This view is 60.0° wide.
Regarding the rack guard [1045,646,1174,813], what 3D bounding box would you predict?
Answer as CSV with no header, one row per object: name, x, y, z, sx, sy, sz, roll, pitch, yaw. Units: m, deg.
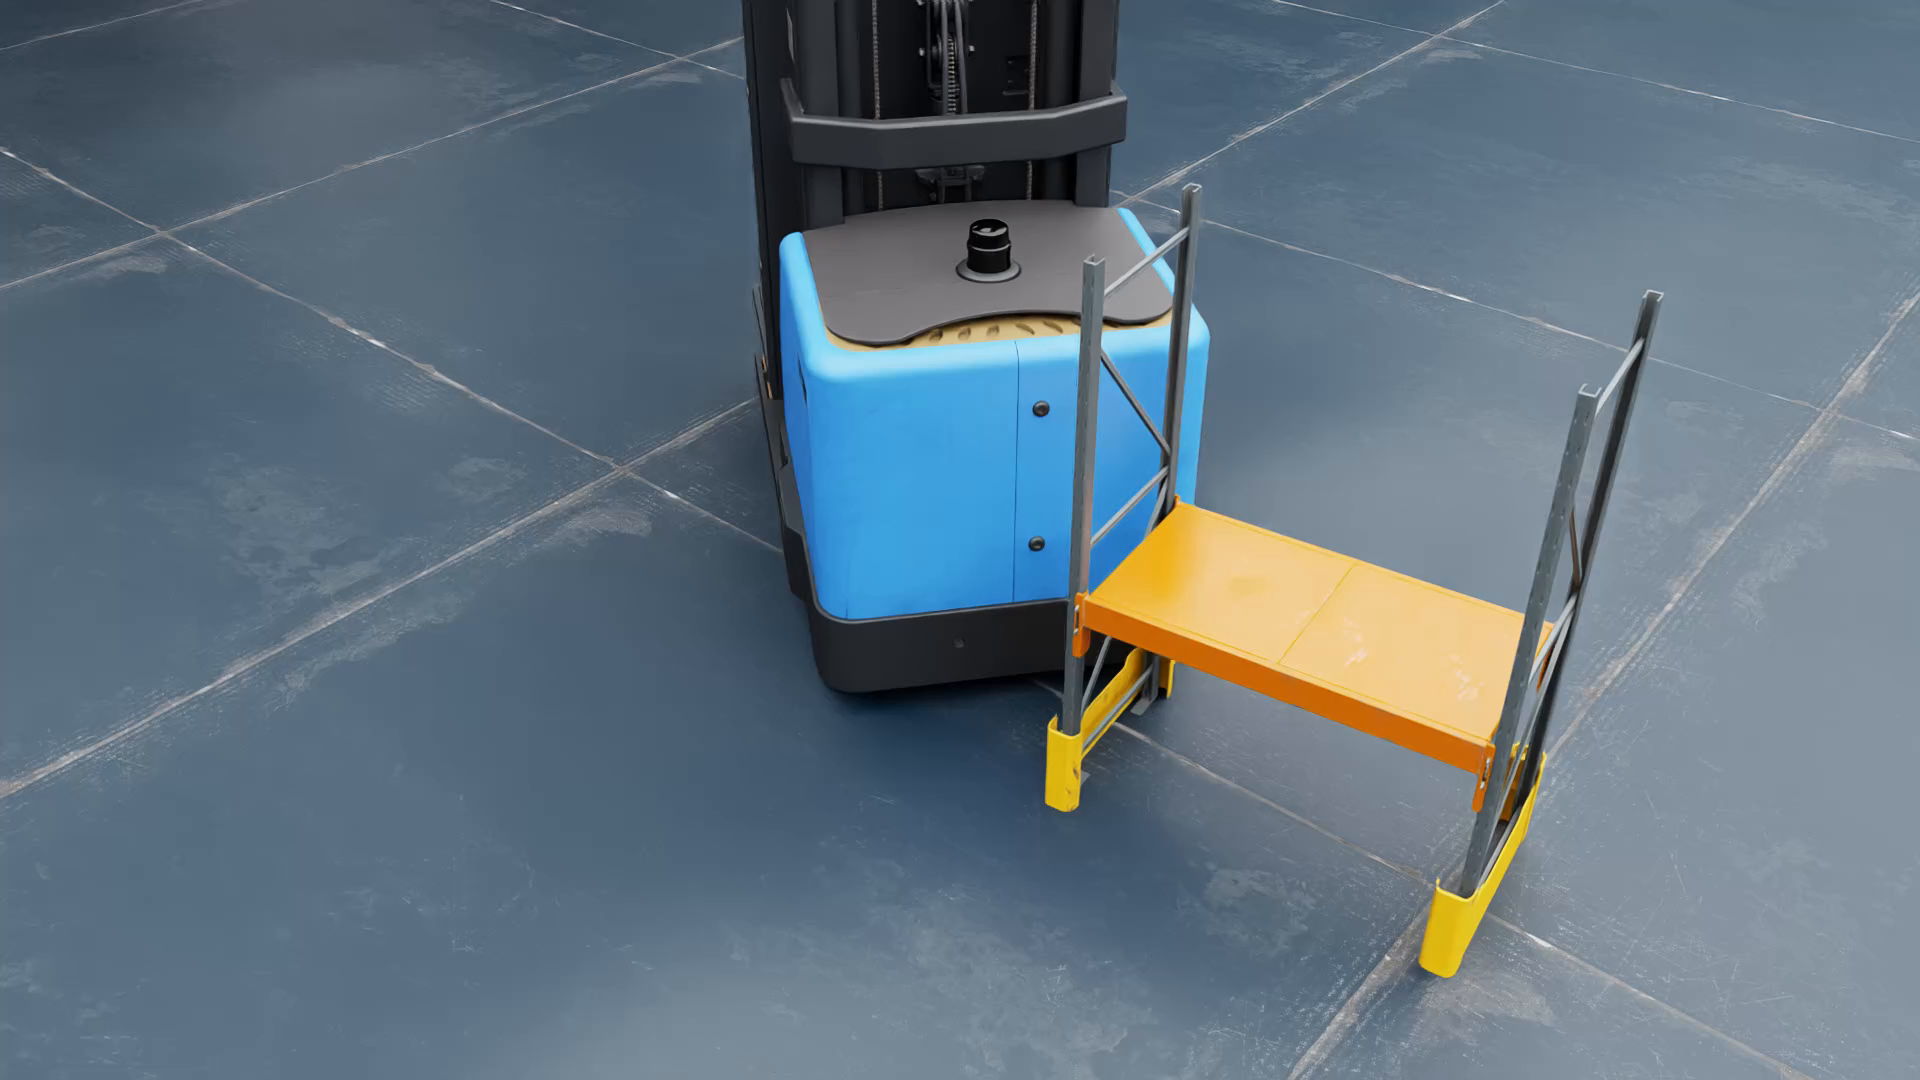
rack guard,0.403,0.444,4.382,0.087,0.250,0.587,20,39,26

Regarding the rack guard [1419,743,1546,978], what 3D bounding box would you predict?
rack guard,1.241,0.749,3.939,0.087,0.250,0.587,20,39,26

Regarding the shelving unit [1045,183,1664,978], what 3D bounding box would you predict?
shelving unit,0.822,0.081,3.806,1.083,1.500,0.587,20,39,26

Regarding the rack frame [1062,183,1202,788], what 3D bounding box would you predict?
rack frame,0.402,-0.071,4.029,0.032,1.500,0.500,20,39,26

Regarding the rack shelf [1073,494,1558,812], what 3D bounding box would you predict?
rack shelf,0.830,0.232,3.904,1.000,0.185,0.538,20,39,26

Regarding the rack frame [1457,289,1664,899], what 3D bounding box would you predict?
rack frame,1.258,0.240,3.576,0.032,1.500,0.500,20,39,26

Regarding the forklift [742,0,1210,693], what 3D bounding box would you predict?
forklift,-0.125,-1.620,5.019,1.130,2.935,3.031,-6,35,-8
